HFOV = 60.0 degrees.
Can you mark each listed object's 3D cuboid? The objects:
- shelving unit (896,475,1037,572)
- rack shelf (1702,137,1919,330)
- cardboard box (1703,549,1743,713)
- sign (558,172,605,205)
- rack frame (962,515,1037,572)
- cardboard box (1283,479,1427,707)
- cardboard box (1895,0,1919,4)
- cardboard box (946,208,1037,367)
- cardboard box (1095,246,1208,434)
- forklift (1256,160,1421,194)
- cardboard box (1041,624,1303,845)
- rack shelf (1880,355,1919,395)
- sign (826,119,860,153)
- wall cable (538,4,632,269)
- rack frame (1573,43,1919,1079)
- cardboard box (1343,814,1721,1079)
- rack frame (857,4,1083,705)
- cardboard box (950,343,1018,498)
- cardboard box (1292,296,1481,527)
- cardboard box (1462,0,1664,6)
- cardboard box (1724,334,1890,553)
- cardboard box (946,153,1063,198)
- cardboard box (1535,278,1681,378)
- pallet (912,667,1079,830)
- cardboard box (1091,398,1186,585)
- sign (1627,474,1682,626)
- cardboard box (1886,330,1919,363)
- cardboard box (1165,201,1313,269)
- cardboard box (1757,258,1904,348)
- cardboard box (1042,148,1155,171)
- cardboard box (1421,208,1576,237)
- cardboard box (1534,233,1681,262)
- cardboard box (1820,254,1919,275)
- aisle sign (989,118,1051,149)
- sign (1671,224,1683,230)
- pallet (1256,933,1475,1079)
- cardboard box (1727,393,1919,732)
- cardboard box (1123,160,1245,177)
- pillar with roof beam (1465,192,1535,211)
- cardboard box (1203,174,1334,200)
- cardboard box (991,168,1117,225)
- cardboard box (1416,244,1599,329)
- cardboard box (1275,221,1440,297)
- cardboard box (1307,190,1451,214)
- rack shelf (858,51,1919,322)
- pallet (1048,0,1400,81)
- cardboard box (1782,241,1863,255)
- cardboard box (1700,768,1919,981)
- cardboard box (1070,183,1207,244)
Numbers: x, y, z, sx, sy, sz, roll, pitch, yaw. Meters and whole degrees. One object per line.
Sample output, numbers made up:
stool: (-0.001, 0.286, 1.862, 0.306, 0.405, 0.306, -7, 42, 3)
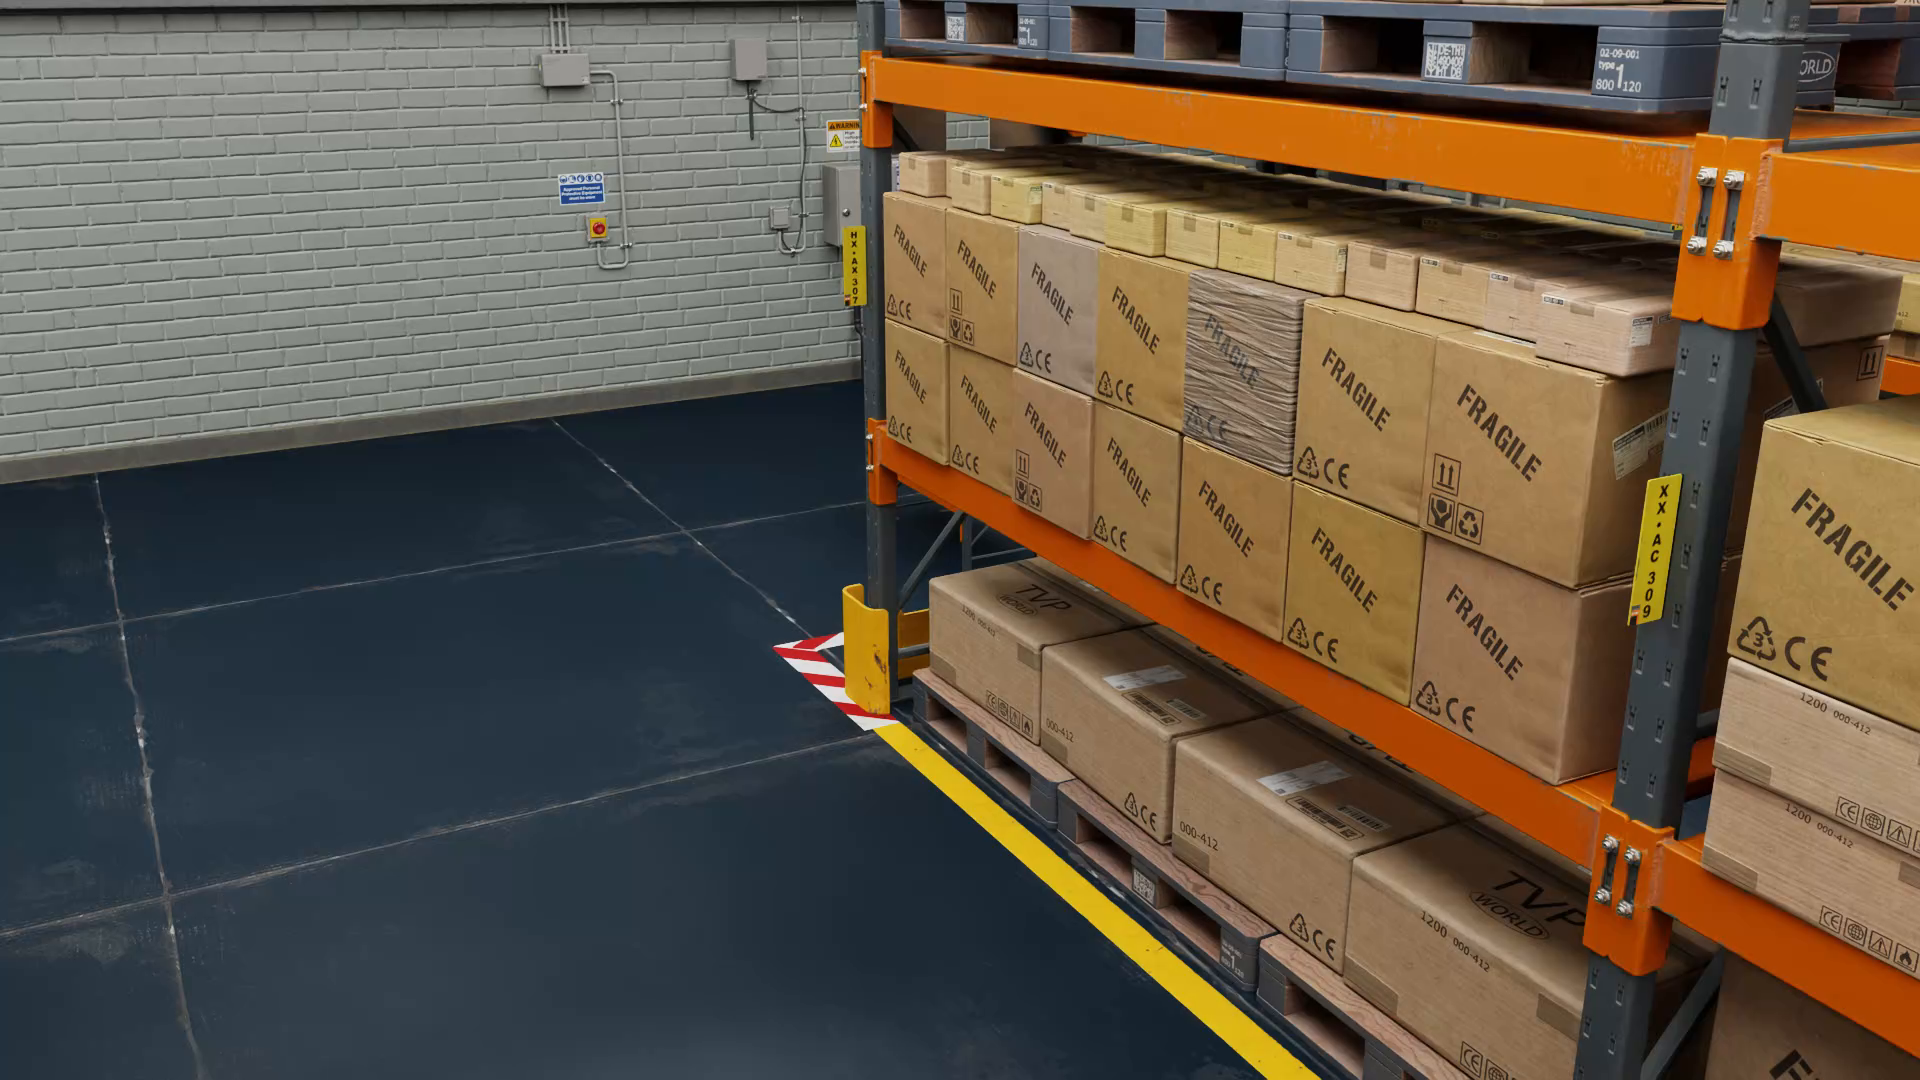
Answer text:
shelving unit: (-0.003, -0.534, 9.454, 0.538, 1.125, 1.048, -10, 21, -27)
rack shelf: (2.907, -0.121, 1.887, 1.077, 0.370, 4.000, -10, 21, -27)
cardboard box: (1.965, 0.160, 4.415, 0.500, 0.500, 0.500, -9, 21, -25)
sign: (-2.712, -2.518, 11.916, 0.327, 0.218, 0.001, -10, 21, -27)
rack frame: (0.238, -0.388, 9.031, 0.500, 1.125, 0.032, -10, 21, -27)
cardboard box: (1.263, 0.095, 4.603, 0.500, 0.500, 0.500, -11, 22, -28)
cardboard box: (4.654, -2.710, 8.063, 0.500, 0.250, 0.500, -10, 21, -26)
cardboard box: (0.287, -0.956, 6.117, 0.500, 0.500, 0.500, -11, 22, -28)
cardboard box: (0.776, -0.666, 5.278, 0.500, 0.500, 0.500, -10, 21, -26)
forklift: (2.630, -1.789, 10.322, 3.031, 2.935, 1.130, -8, 21, -23)
cardboard box: (0.901, 0.683, 6.338, 0.875, 0.438, 0.875, -9, 21, -25)
rack shelf: (5.374, -0.621, 7.935, 1.077, 0.370, 4.000, -10, 21, -27)
sign: (-0.869, -3.105, 12.765, 0.339, 0.242, 0.001, -10, 21, -27)
wall cable: (-2.640, -2.875, 11.760, 0.585, 1.953, 0.123, -10, 21, -27)
rack frame: (1.958, 0.383, 3.923, 1.000, 3.000, 0.127, -10, 21, -27)
cardboard box: (1.754, 1.199, 4.843, 0.875, 0.438, 0.875, -10, 22, -27)
rack frame: (0.058, -0.765, 7.251, 1.000, 3.000, 0.127, -10, 21, -27)
cardboard box: (0.298, -0.489, 6.298, 0.500, 0.500, 0.500, -10, 22, -27)
cardboard box: (1.257, -0.377, 4.438, 0.500, 0.500, 0.500, -10, 22, -27)
cardboard box: (1.373, -1.351, 3.758, 0.396, 0.266, 0.258, -9, 21, -25)
cardboard box: (1.945, -0.311, 4.248, 0.500, 0.500, 0.500, -10, 21, -26)
cardboard box: (0.170, -1.383, 6.360, 0.380, 0.149, 0.250, -9, 21, -25)
cardboard box: (1.531, -0.483, 3.751, 0.380, 0.149, 0.250, -10, 22, -28)
pallet: (0.507, 0.770, 7.075, 1.003, 0.211, 1.213, -10, 21, -27)
cardboard box: (0.776, -0.199, 5.457, 0.500, 0.500, 0.500, -9, 21, -25)
sign: (1.470, 0.023, 3.518, 0.100, 0.325, 0.005, -10, 21, -27)
cardboard box: (4.853, -0.986, 8.276, 0.380, 0.149, 0.250, -10, 21, -26)
cardboard box: (0.850, -0.928, 5.041, 0.380, 0.149, 0.250, -10, 21, -27)
cardboard box: (2.036, -0.574, 4.017, 0.380, 0.149, 0.250, -10, 22, -27)
cardboard box: (0.546, -1.451, 6.556, 0.380, 0.149, 0.250, -10, 21, -26)
cardboard box: (1.577, -0.874, 4.885, 0.380, 0.149, 0.250, -11, 22, -28)
cardboard box: (1.742, -0.712, 4.417, 0.380, 0.149, 0.250, -10, 22, -27)
cardboard box: (4.643, -1.288, 8.540, 0.500, 0.250, 0.500, -10, 21, -26)
aisle sign: (0.297, -2.063, 7.026, 0.394, 0.787, 0.004, -10, 21, -27)
sign: (3.947, -1.860, 9.097, 0.100, 0.325, 0.005, -10, 21, -27)
pallet: (1.665, 1.471, 5.046, 1.003, 0.211, 1.213, -10, 21, -27)
cardboard box: (1.913, 0.034, 3.248, 0.500, 0.500, 0.500, -10, 21, -26)
cardboard box: (0.826, -1.311, 6.151, 0.380, 0.149, 0.250, -9, 21, -25)
pillar with roof beam: (0.149, -4.618, 9.219, 9.100, 9.000, 0.400, -10, 21, -27)
cardboard box: (1.059, -1.162, 5.720, 0.380, 0.149, 0.250, -9, 21, -25)
cardboard box: (0.333, -1.218, 5.881, 0.380, 0.149, 0.250, -11, 22, -28)
cardboard box: (1.392, -0.648, 4.231, 0.380, 0.149, 0.250, -10, 21, -27)
cardboard box: (1.105, -0.784, 4.626, 0.380, 0.149, 0.250, -10, 21, -27)
cardboard box: (1.329, -1.015, 5.292, 0.380, 0.149, 0.250, -10, 21, -26)
rack shelf: (1.008, -1.269, 5.215, 1.077, 0.370, 4.000, -10, 21, -27)
pallet: (1.003, -1.579, 5.147, 1.003, 0.211, 1.213, -10, 21, -27)
cardboard box: (4.877, -1.514, 9.194, 0.500, 0.250, 0.500, -9, 21, -25)
cardboard box: (1.934, 0.621, 3.463, 0.500, 0.250, 0.500, -11, 22, -28)
cardboard box: (0.586, -1.072, 5.460, 0.380, 0.149, 0.250, -10, 21, -26)
